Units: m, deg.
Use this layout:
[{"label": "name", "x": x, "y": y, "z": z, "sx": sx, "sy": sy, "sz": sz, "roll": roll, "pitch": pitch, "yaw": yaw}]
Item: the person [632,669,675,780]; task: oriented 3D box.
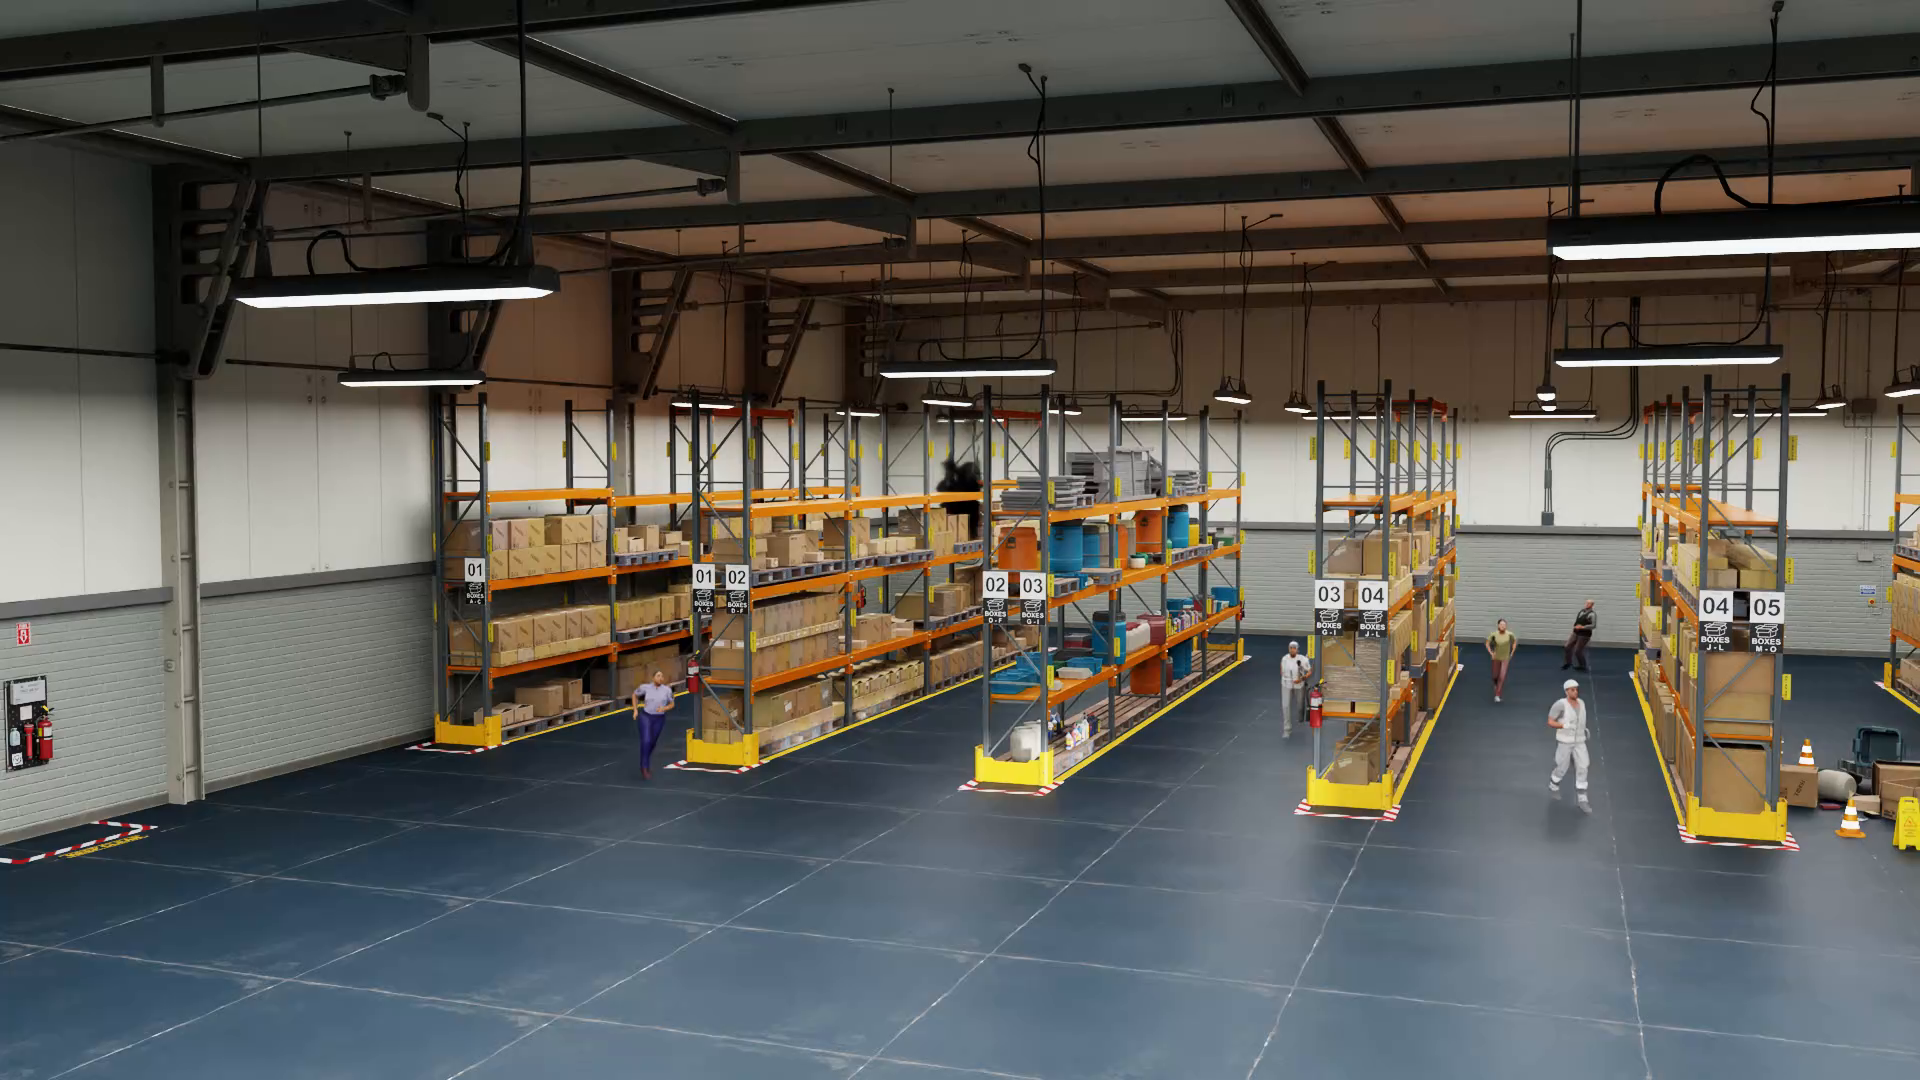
[{"label": "person", "x": -4.736, "y": 2.819, "z": 25.765, "sx": 0.635, "sy": 1.634, "sz": 0.862, "roll": -1, "pitch": 3, "yaw": -25}]

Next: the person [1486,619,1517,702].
[{"label": "person", "x": 10.929, "y": 2.406, "z": 33.576, "sx": 0.604, "sy": 1.650, "sz": 0.782, "roll": 1, "pitch": 3, "yaw": 14}]

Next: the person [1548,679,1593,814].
[{"label": "person", "x": 8.516, "y": 2.843, "z": 23.245, "sx": 0.647, "sy": 1.803, "sz": 0.950, "roll": 0, "pitch": 3, "yaw": -6}]

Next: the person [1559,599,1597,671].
[{"label": "person", "x": 14.057, "y": 2.170, "z": 37.728, "sx": 0.567, "sy": 1.686, "sz": 0.788, "roll": -1, "pitch": 3, "yaw": -16}]

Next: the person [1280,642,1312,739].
[{"label": "person", "x": 5.932, "y": 2.628, "z": 29.421, "sx": 0.577, "sy": 1.675, "sz": 1.091, "roll": 1, "pitch": 3, "yaw": 18}]
